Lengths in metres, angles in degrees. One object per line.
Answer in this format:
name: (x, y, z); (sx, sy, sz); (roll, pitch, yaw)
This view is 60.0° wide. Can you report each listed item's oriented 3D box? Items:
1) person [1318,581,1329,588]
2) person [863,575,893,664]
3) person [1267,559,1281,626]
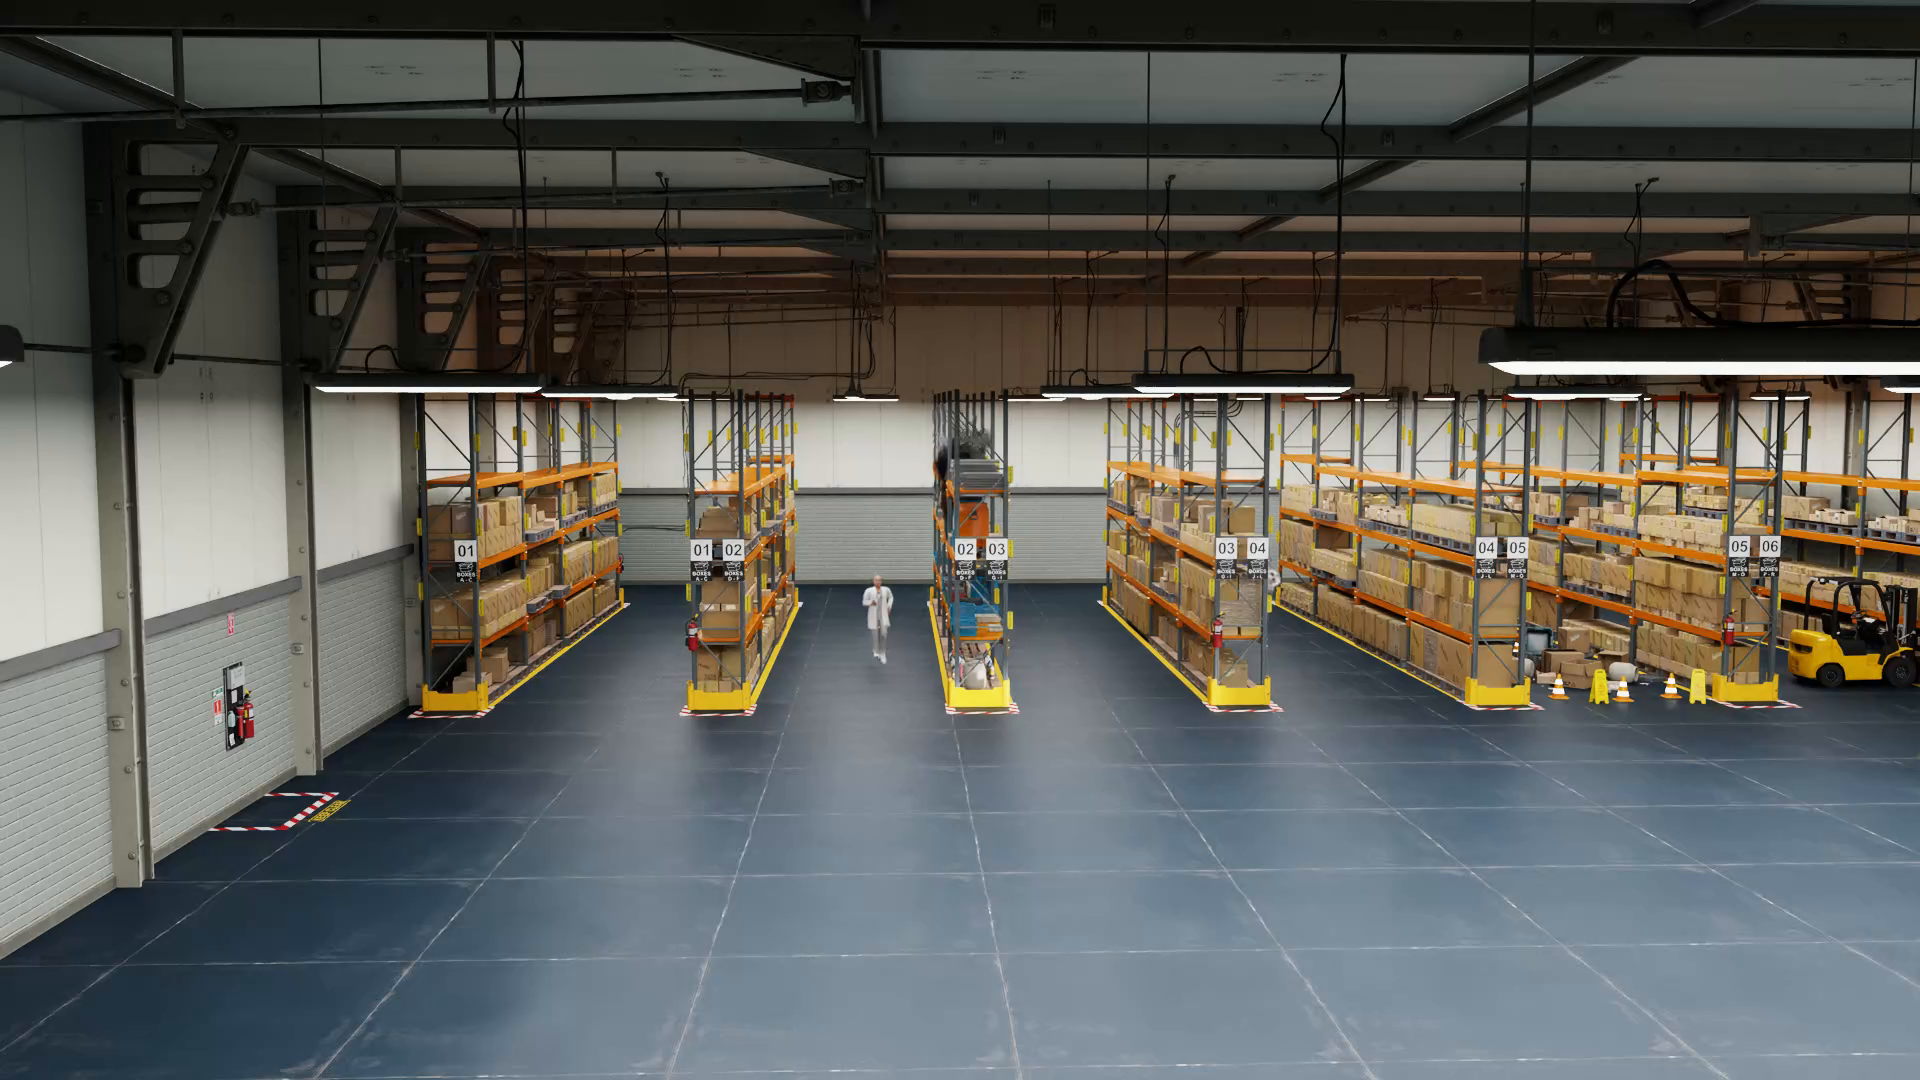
person: (10.650, 0.908, 48.866); (0.556, 1.650, 0.818); (3, 6, 33)
person: (-1.727, 1.691, 35.373); (0.688, 1.872, 0.743); (-1, 5, -9)
person: (8.040, 1.343, 43.368); (0.610, 1.733, 0.798); (0, 5, 4)
